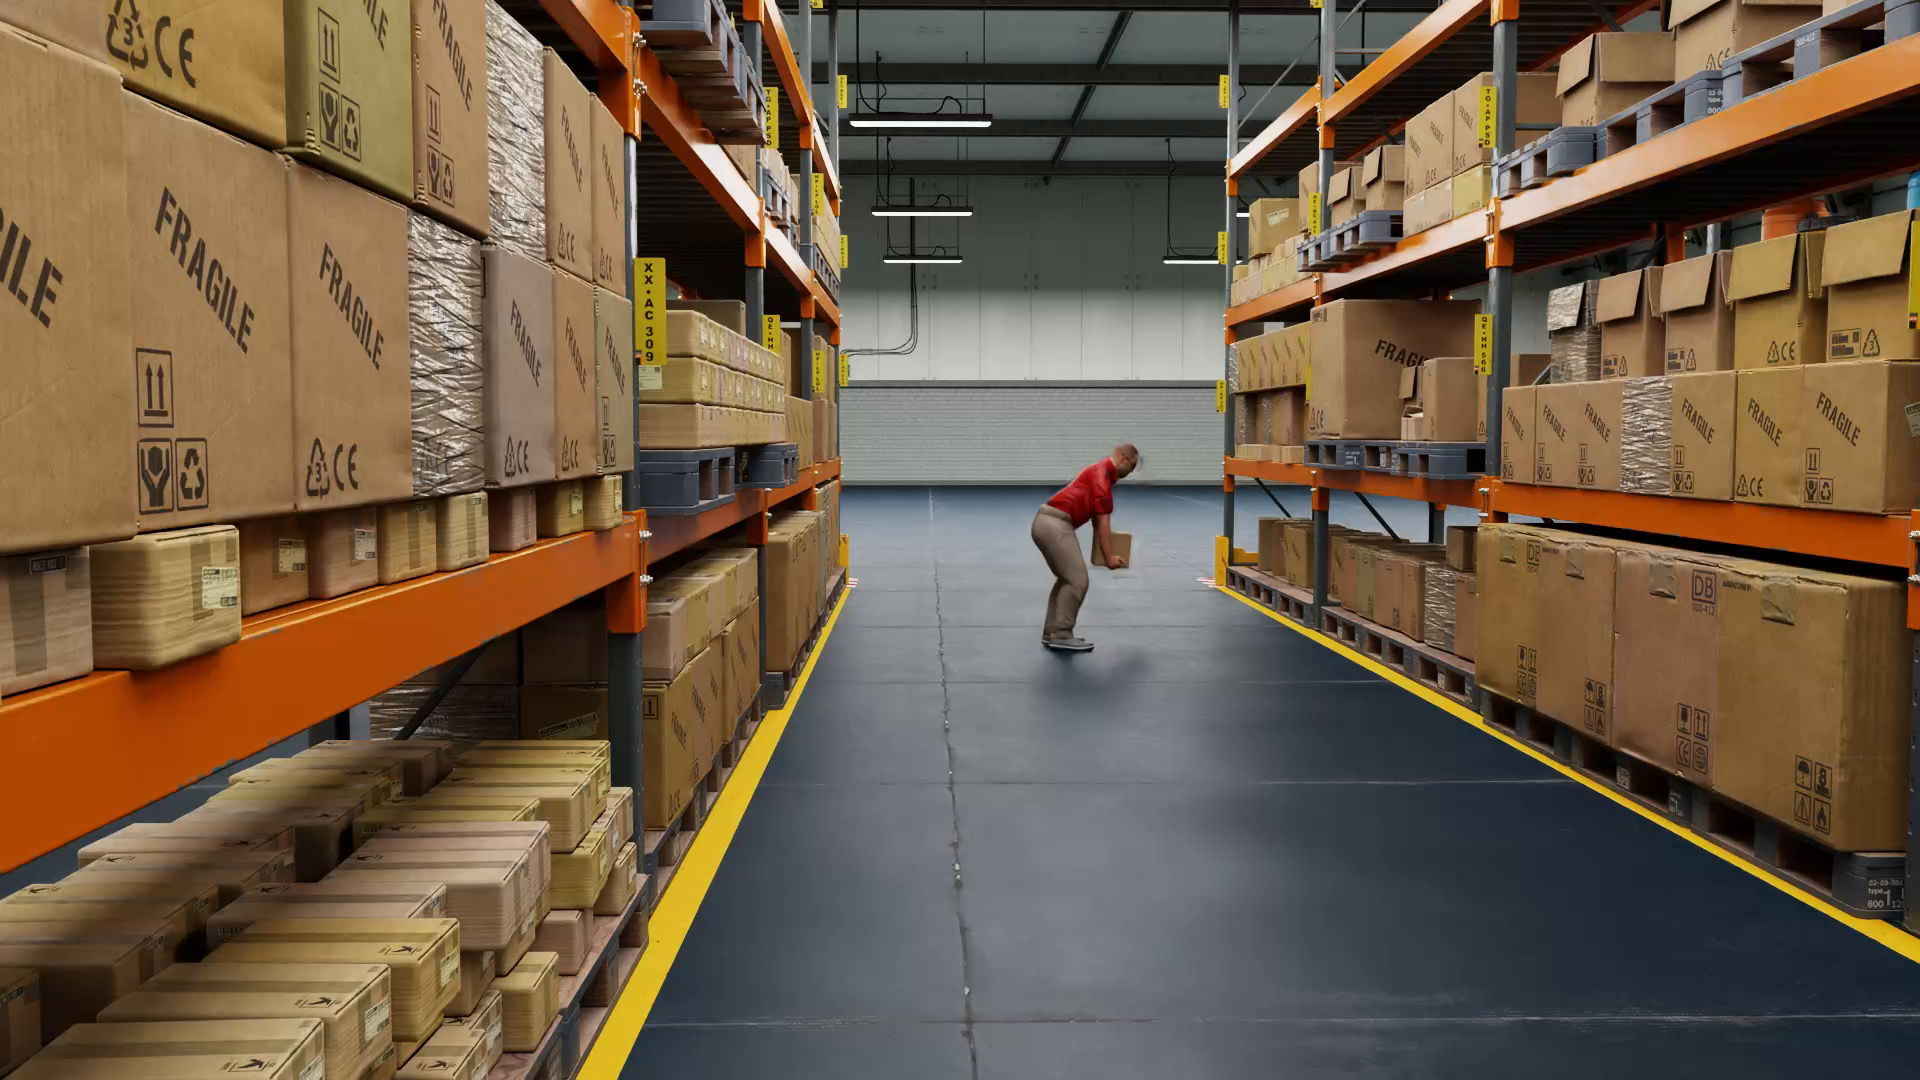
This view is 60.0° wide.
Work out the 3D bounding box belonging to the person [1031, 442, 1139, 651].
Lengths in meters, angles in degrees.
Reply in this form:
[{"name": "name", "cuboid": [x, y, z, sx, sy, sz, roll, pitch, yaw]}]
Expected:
[{"name": "person", "cuboid": [0.909, 0.038, 12.081, 0.779, 1.501, 0.476, 0, 4, -3]}]
